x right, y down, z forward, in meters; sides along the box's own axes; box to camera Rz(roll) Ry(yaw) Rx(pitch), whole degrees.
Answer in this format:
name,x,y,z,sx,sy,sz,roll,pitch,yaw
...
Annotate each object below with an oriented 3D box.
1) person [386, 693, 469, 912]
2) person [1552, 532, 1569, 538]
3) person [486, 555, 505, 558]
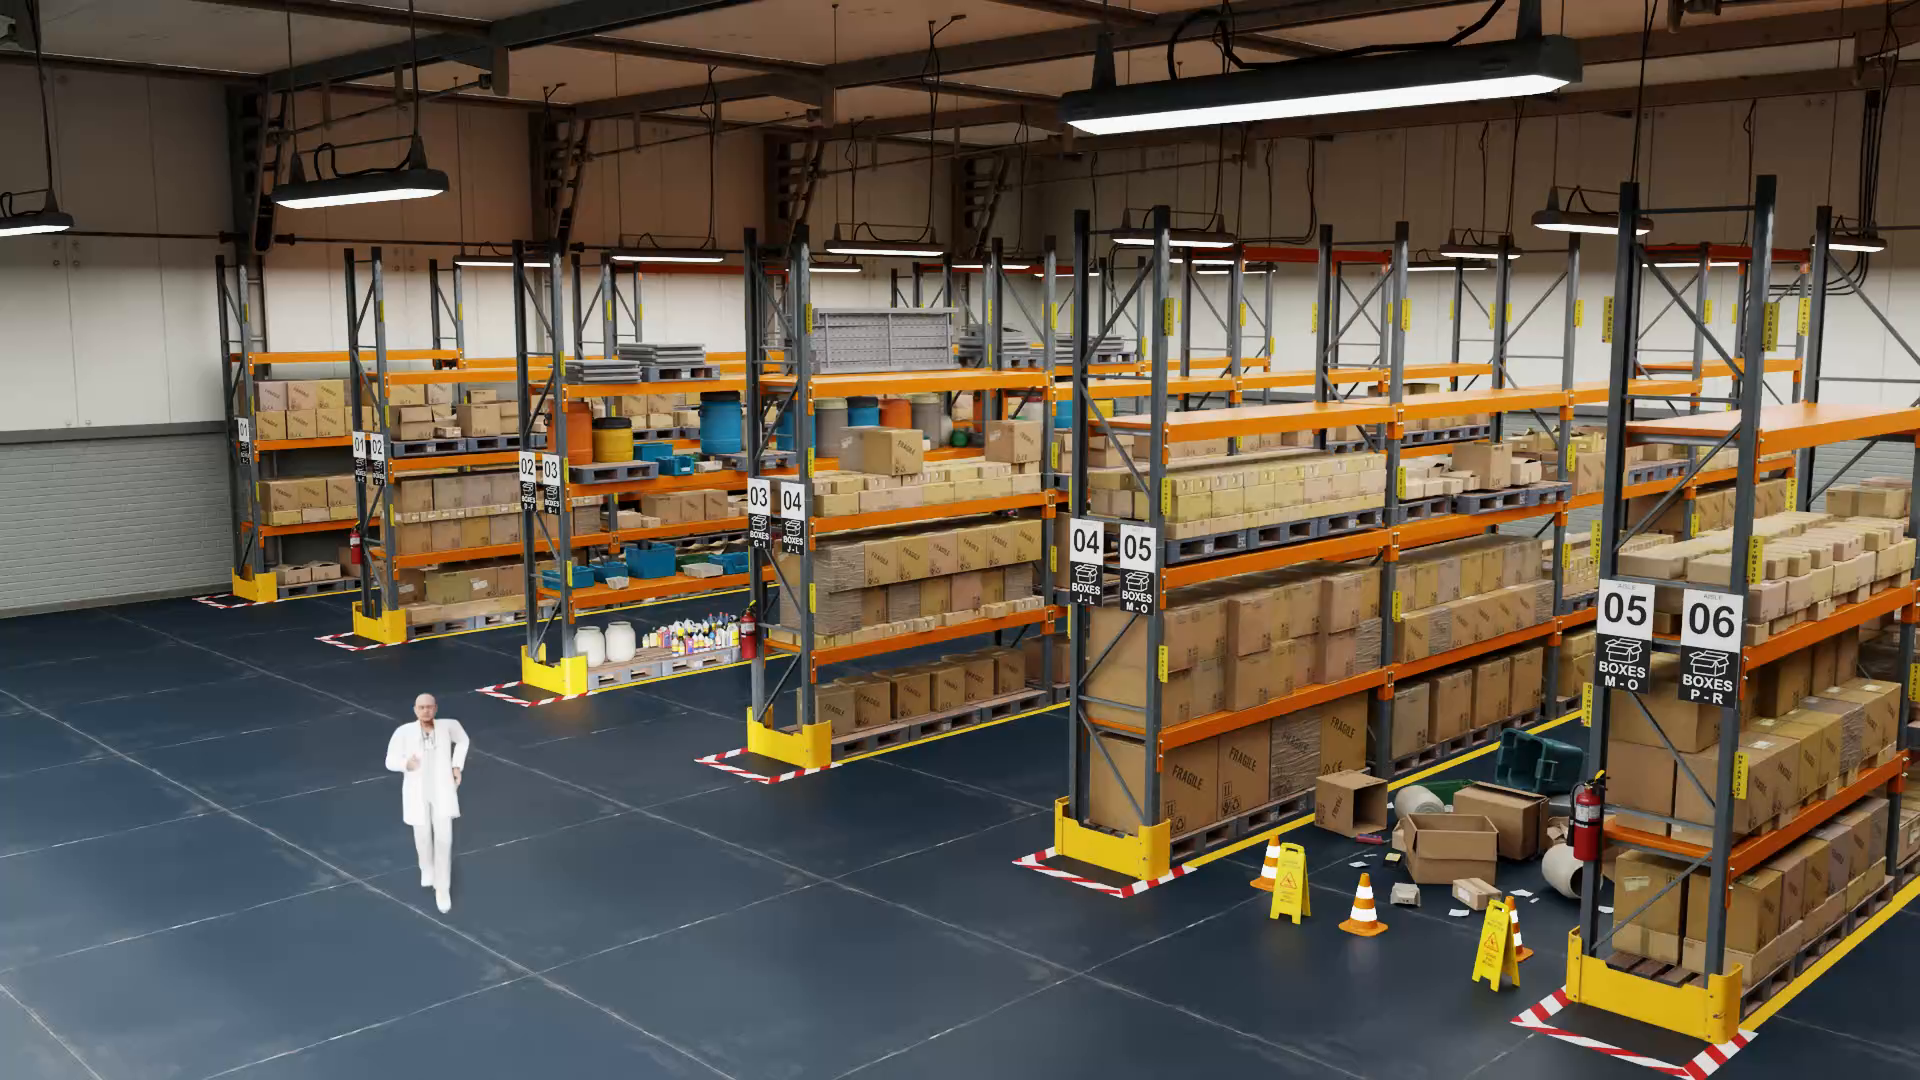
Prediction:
name,x,y,z,sx,sy,sz,roll,pitch,yaw
person,-4.616,2.236,14.479,0.692,1.833,0.851,-2,8,-16
person,9.088,0.735,25.235,0.645,1.740,0.584,8,11,44
person,-8.192,0.219,29.336,0.606,1.600,0.556,6,10,35
